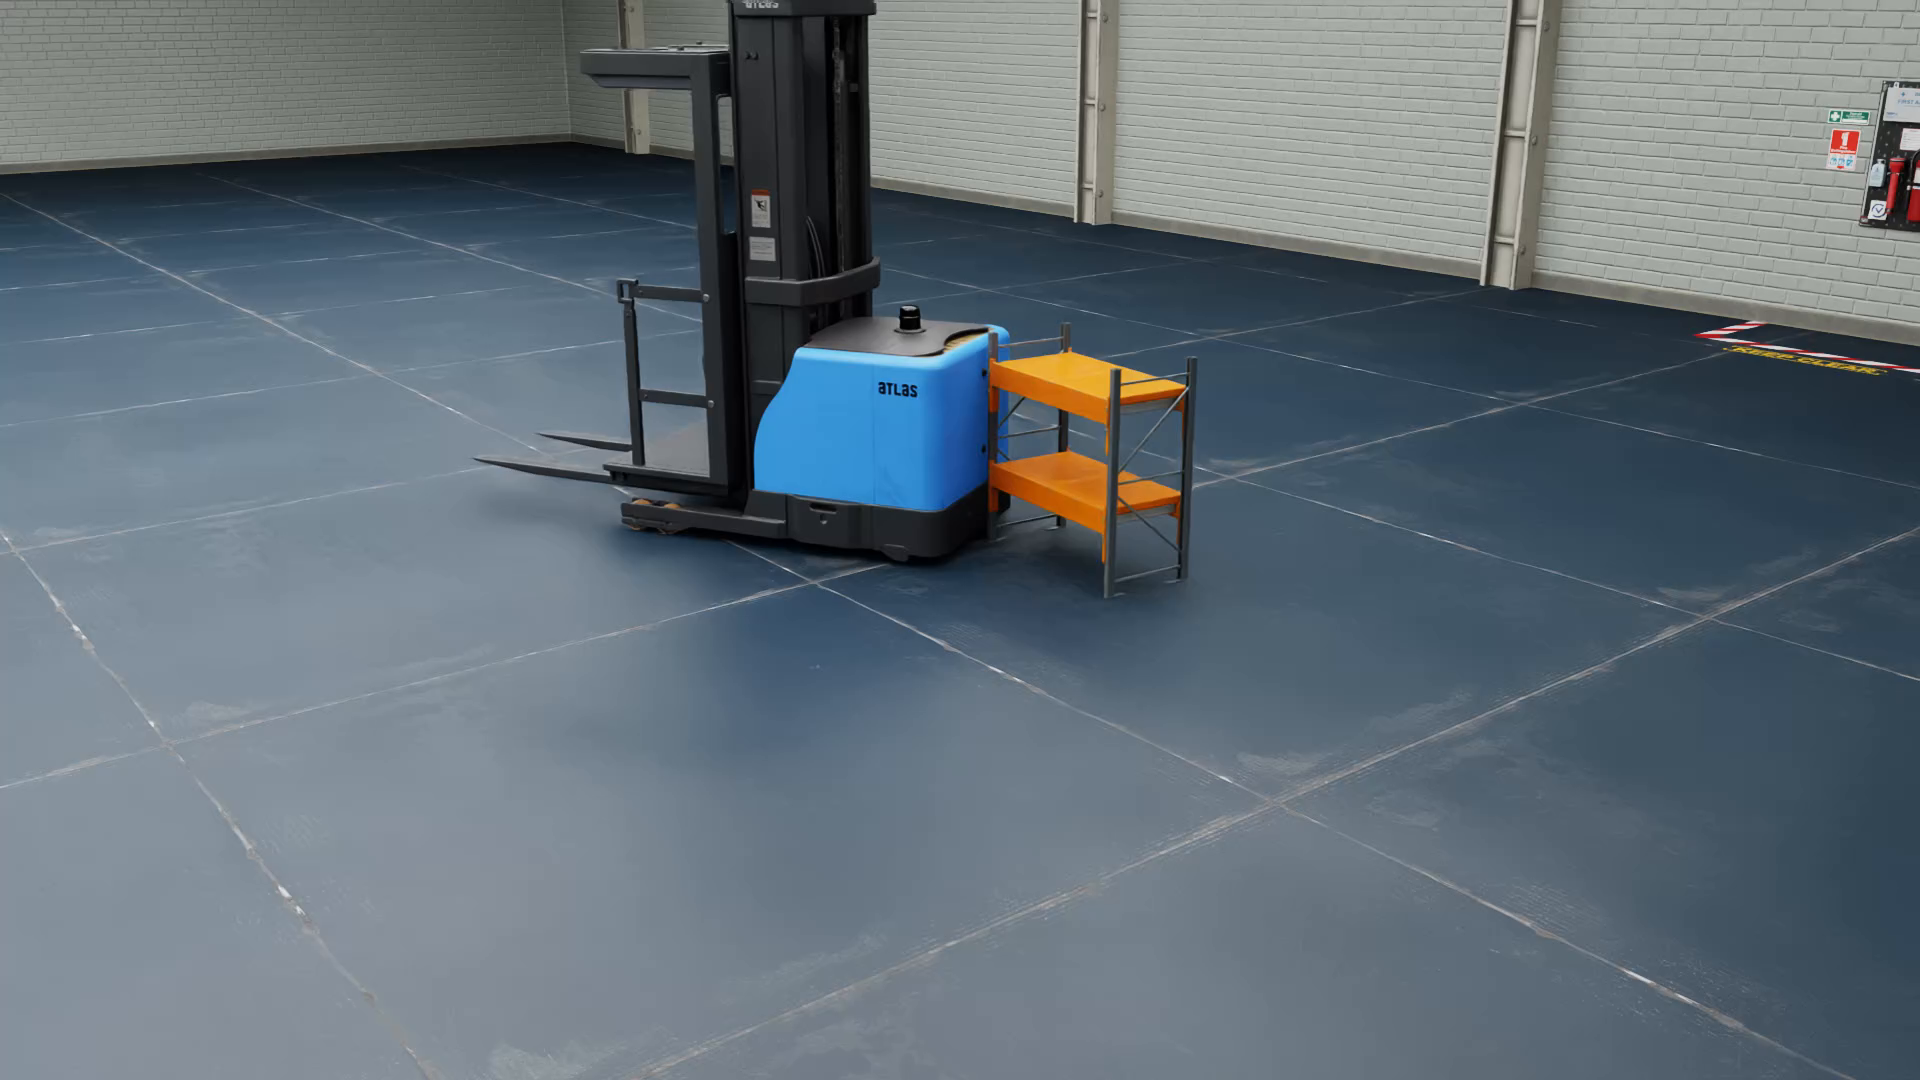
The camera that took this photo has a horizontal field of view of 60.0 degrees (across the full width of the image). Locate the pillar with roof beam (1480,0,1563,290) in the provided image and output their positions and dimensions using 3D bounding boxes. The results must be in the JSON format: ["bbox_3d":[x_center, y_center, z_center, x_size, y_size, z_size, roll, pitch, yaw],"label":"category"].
[{"bbox_3d":[2.026,-5.948,12.509,9.100,9.000,0.400,-14,23,-36],"label":"pillar with roof beam"}]

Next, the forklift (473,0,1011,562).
[{"bbox_3d":[-1.286,-1.563,8.920,3.031,2.935,1.130,8,20,22],"label":"forklift"}]

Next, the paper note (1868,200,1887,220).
[{"bbox_3d":[7.566,-2.717,13.697,0.016,0.148,0.142,-14,23,-36],"label":"paper note"}]

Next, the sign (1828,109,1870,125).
[{"bbox_3d":[7.355,-3.500,13.761,0.001,0.109,0.331,-14,23,-36],"label":"sign"}]

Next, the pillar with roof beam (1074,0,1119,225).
[{"bbox_3d":[-1.699,-7.426,16.974,9.100,9.000,0.400,-14,23,-36],"label":"pillar with roof beam"}]

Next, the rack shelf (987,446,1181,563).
[{"bbox_3d":[0.636,-0.196,8.443,0.538,0.278,1.000,-11,21,-31],"label":"rack shelf"}]

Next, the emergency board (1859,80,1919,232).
[{"bbox_3d":[7.622,-3.078,13.386,0.194,1.169,0.643,-14,23,-36],"label":"emergency board"}]

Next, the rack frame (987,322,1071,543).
[{"bbox_3d":[0.361,-0.563,8.772,0.500,1.125,0.032,-11,21,-31],"label":"rack frame"}]

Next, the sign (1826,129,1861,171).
[{"bbox_3d":[7.359,-3.251,13.853,0.001,0.329,0.234,-14,23,-36],"label":"sign"}]

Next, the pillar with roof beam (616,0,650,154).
[{"bbox_3d":[-9.150,-10.383,25.904,9.100,9.000,0.400,-14,23,-36],"label":"pillar with roof beam"}]

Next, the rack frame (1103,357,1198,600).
[{"bbox_3d":[0.911,-0.294,7.961,0.500,1.125,0.032,-11,21,-31],"label":"rack frame"}]

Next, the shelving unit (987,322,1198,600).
[{"bbox_3d":[0.636,-0.428,8.367,0.538,1.125,1.048,-11,21,-31],"label":"shelving unit"}]

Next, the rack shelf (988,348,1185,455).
[{"bbox_3d":[0.636,-0.706,8.275,0.538,0.278,1.000,-11,21,-31],"label":"rack shelf"}]
